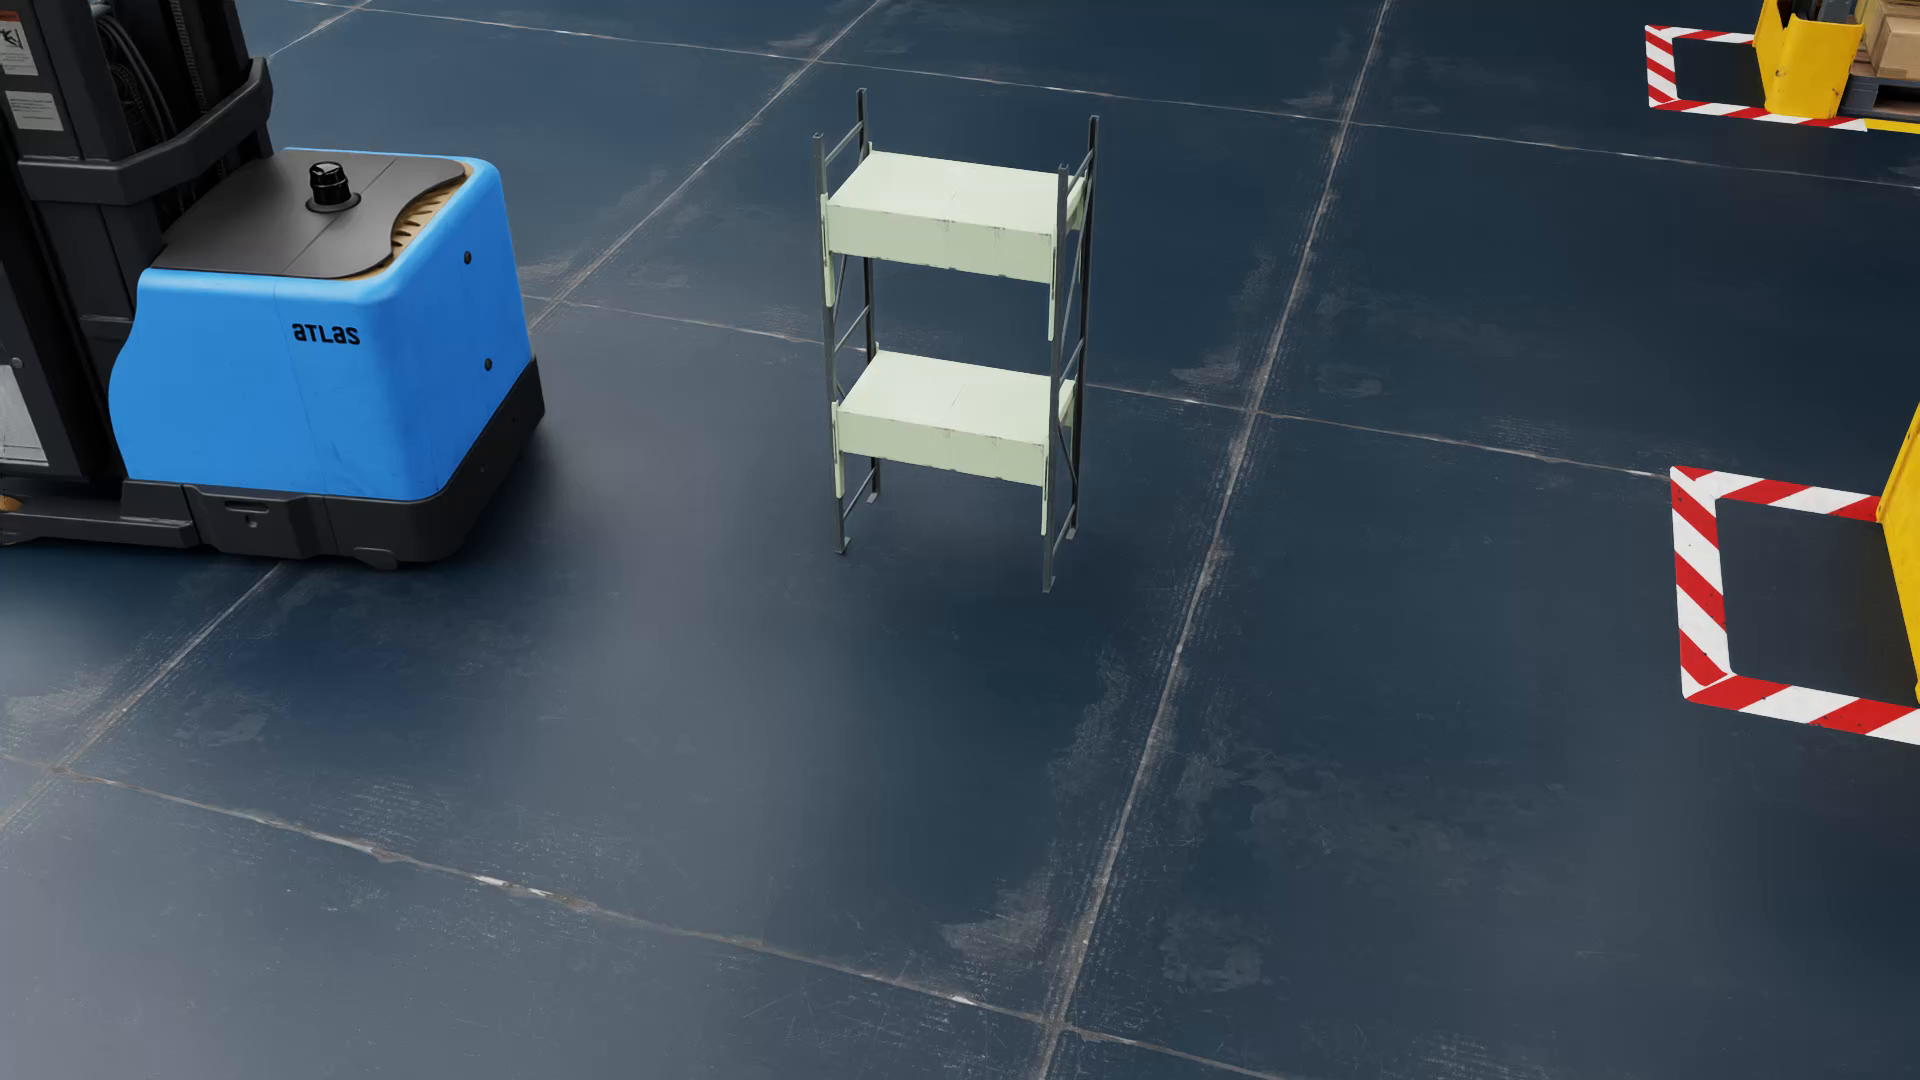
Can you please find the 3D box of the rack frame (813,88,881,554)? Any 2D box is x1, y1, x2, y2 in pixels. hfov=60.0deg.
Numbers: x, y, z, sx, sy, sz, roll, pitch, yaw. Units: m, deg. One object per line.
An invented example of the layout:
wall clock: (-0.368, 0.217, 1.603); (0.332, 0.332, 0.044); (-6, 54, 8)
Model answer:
rack frame: (-0.356, -0.670, 5.395); (0.023, 1.500, 0.400); (10, 38, 14)

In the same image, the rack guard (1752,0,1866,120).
rack guard: (4.619, -2.765, 9.086); (0.348, 0.500, 1.175); (10, 38, 14)

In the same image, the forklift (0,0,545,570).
forklift: (-3.126, -1.469, 5.273); (3.031, 2.935, 1.130); (5, 37, 6)

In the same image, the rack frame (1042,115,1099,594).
rack frame: (0.343, -0.541, 5.219); (0.023, 1.500, 0.400); (10, 38, 14)

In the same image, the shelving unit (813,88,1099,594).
shelving unit: (-0.006, -0.605, 5.307); (0.755, 1.500, 0.431); (10, 38, 14)

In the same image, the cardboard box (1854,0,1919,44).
cardboard box: (5.242, -2.902, 9.128); (0.500, 0.250, 0.500); (10, 38, 14)

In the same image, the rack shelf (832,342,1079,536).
rack shelf: (-0.006, -0.343, 5.500); (0.720, 0.370, 0.431); (10, 38, 14)

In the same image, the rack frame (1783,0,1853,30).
rack frame: (4.642, -3.768, 8.339); (0.127, 3.000, 1.000); (10, 38, 14)

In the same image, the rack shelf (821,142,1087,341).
rack shelf: (-0.006, -0.919, 5.076); (0.720, 0.370, 0.431); (10, 38, 14)

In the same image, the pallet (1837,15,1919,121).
pallet: (5.384, -2.533, 9.014); (1.213, 0.211, 1.003); (10, 38, 14)

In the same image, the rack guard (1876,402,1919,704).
rack guard: (3.248, 0.028, 5.291); (0.348, 0.500, 1.175); (10, 38, 14)

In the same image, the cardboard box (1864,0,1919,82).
cardboard box: (5.087, -2.609, 8.730); (0.500, 0.250, 0.500); (10, 38, 14)
